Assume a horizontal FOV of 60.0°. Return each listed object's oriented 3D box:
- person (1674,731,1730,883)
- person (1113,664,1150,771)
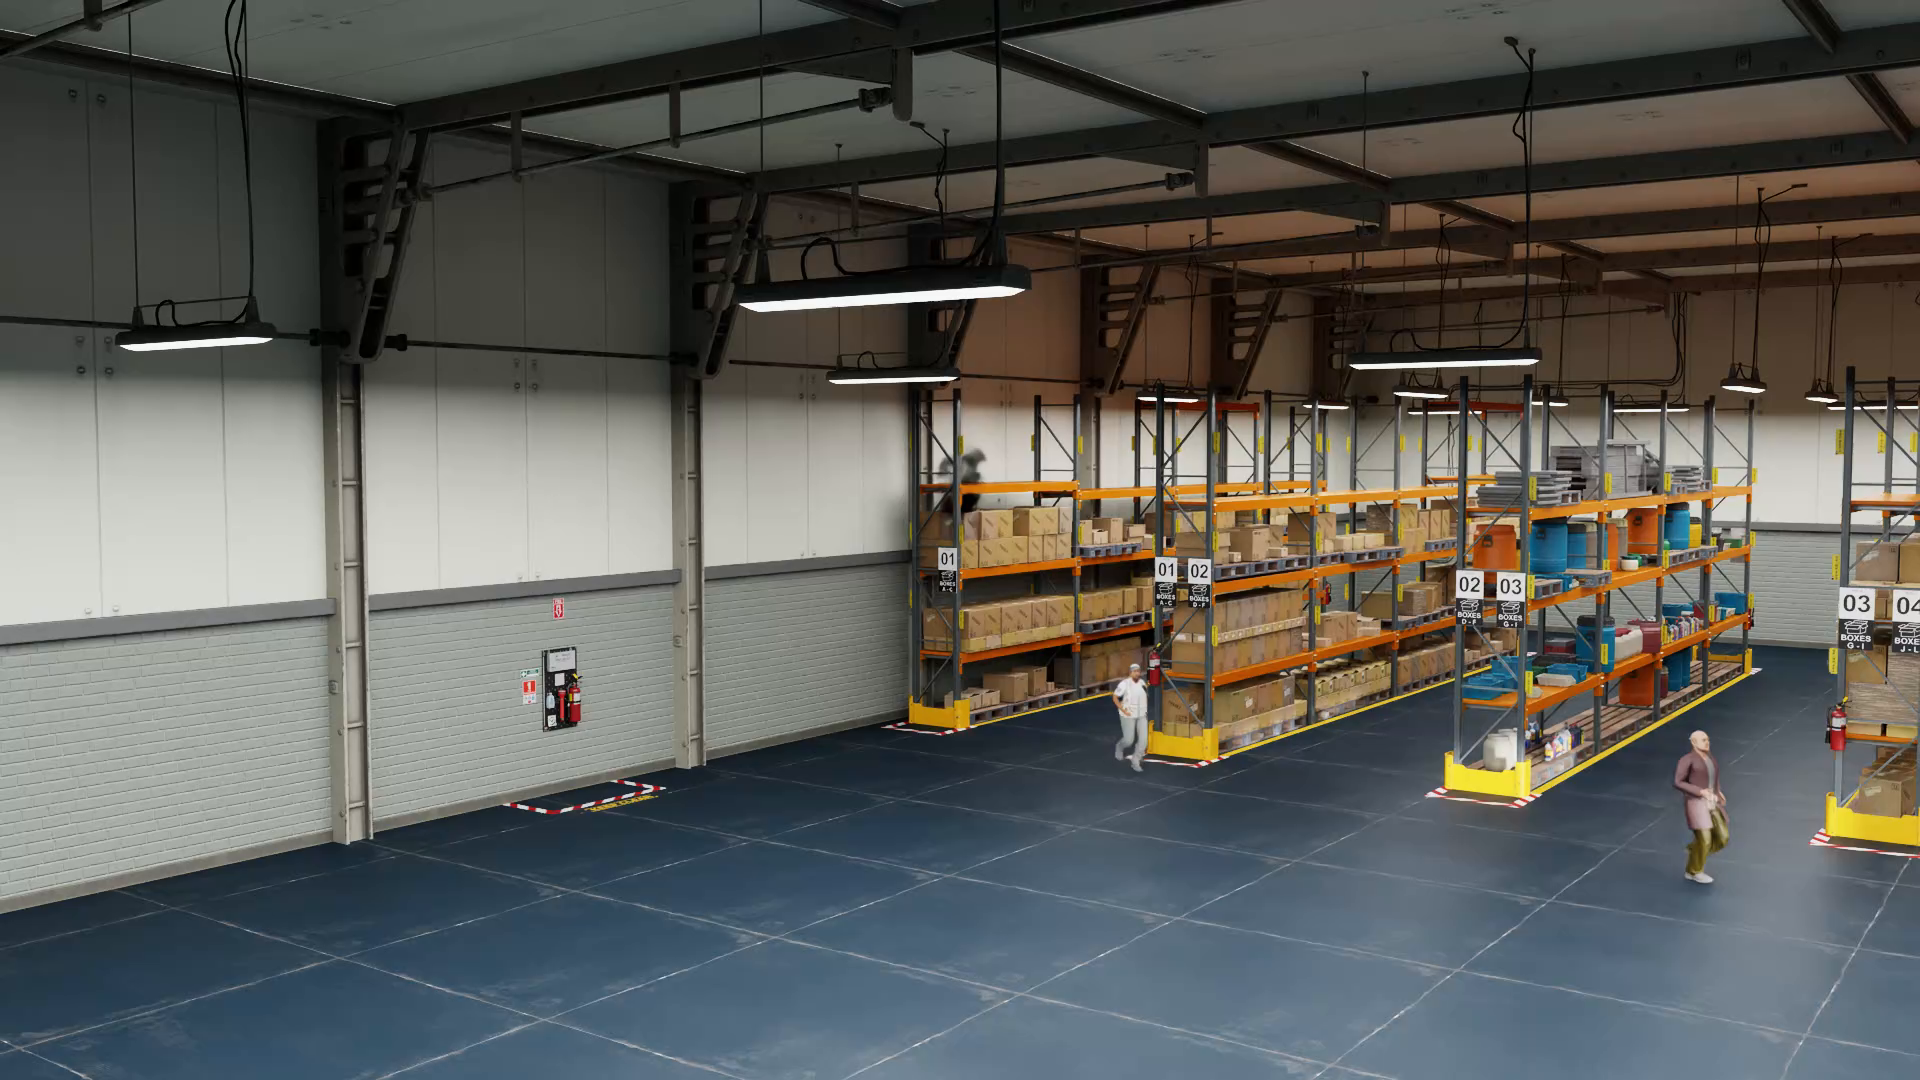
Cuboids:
[{"bbox_3d":[8.500,3.047,18.999,0.703,1.728,0.654,-1,4,-24],"label":"person"},{"bbox_3d":[2.669,2.734,25.782,0.612,1.638,0.599,-1,3,-21],"label":"person"}]
